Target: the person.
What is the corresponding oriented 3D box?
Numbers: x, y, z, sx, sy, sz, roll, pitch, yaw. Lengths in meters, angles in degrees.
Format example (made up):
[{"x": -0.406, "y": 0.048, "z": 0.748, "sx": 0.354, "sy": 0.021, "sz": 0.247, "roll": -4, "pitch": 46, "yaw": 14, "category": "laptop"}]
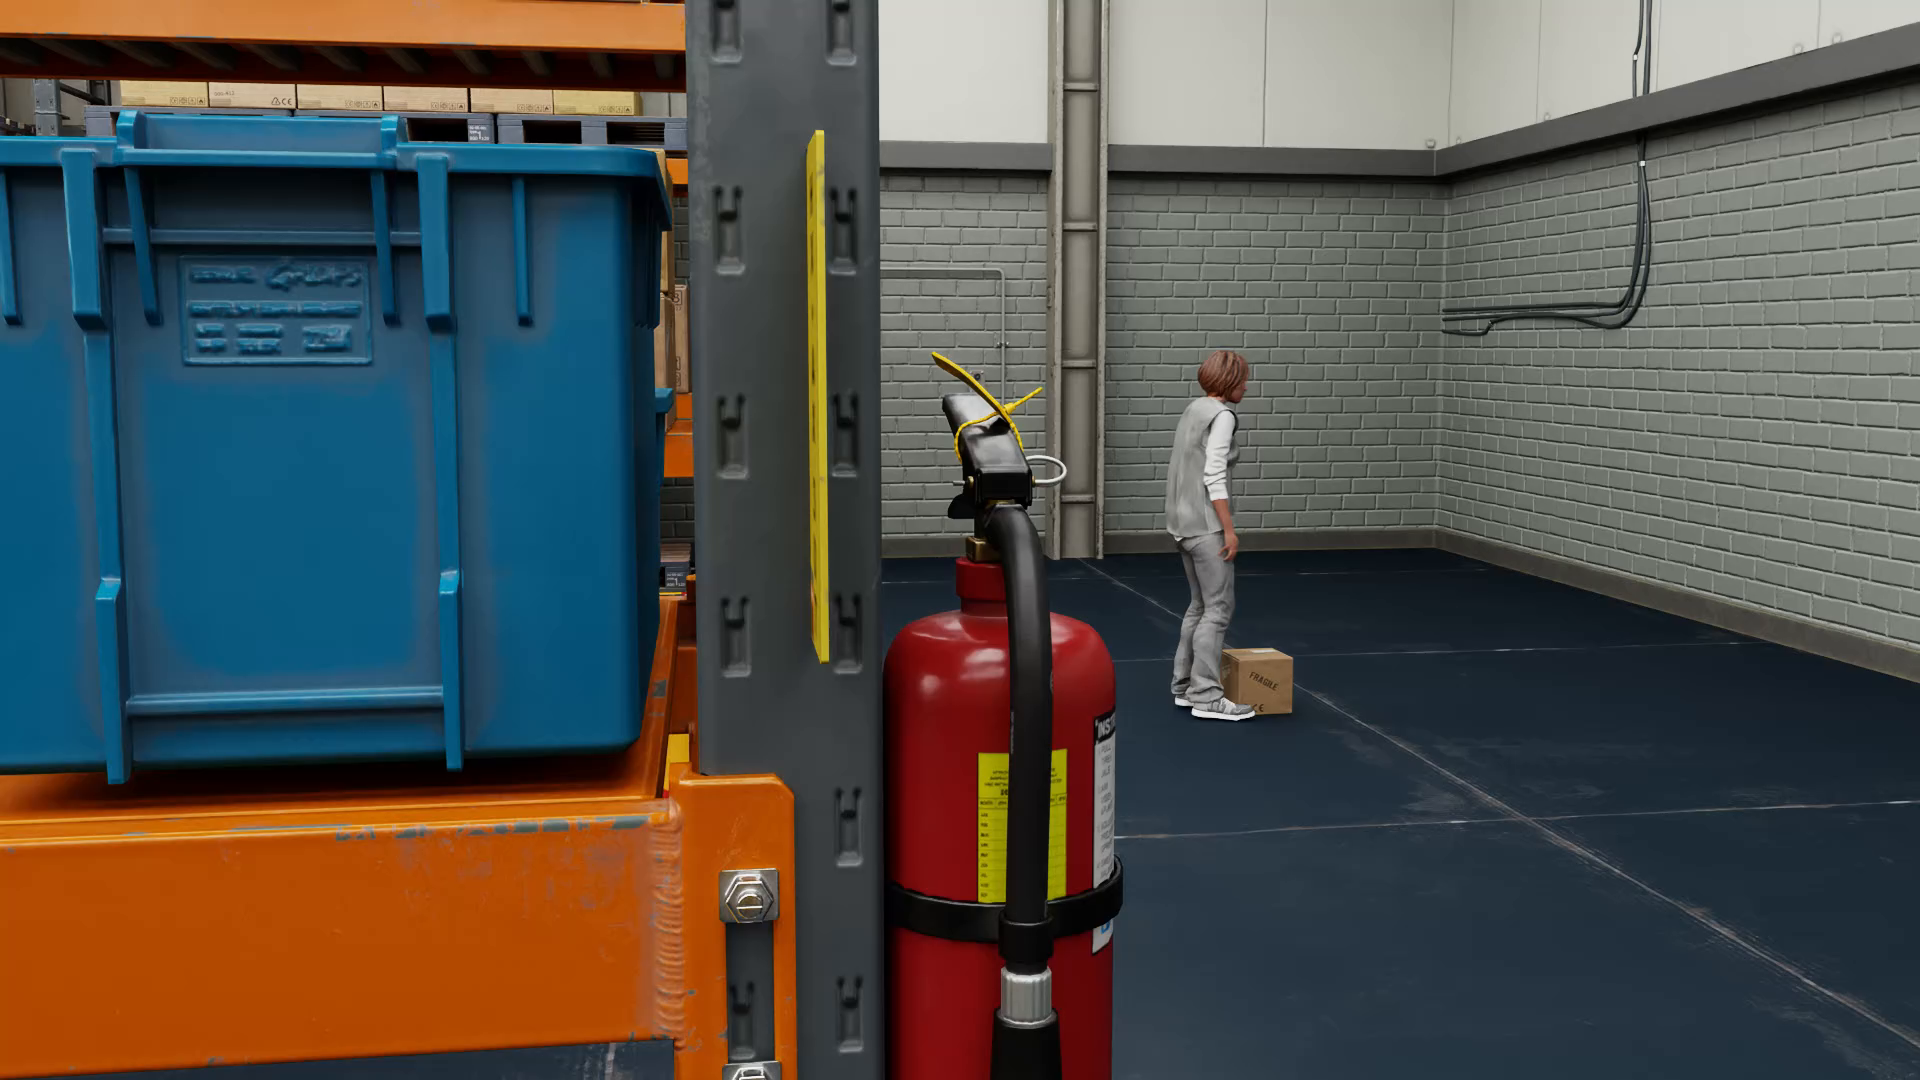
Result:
[{"x": 1.091, "y": -0.031, "z": 7.294, "sx": 0.350, "sy": 1.593, "sz": 0.470, "roll": -1, "pitch": 7, "yaw": -9, "category": "person"}]
